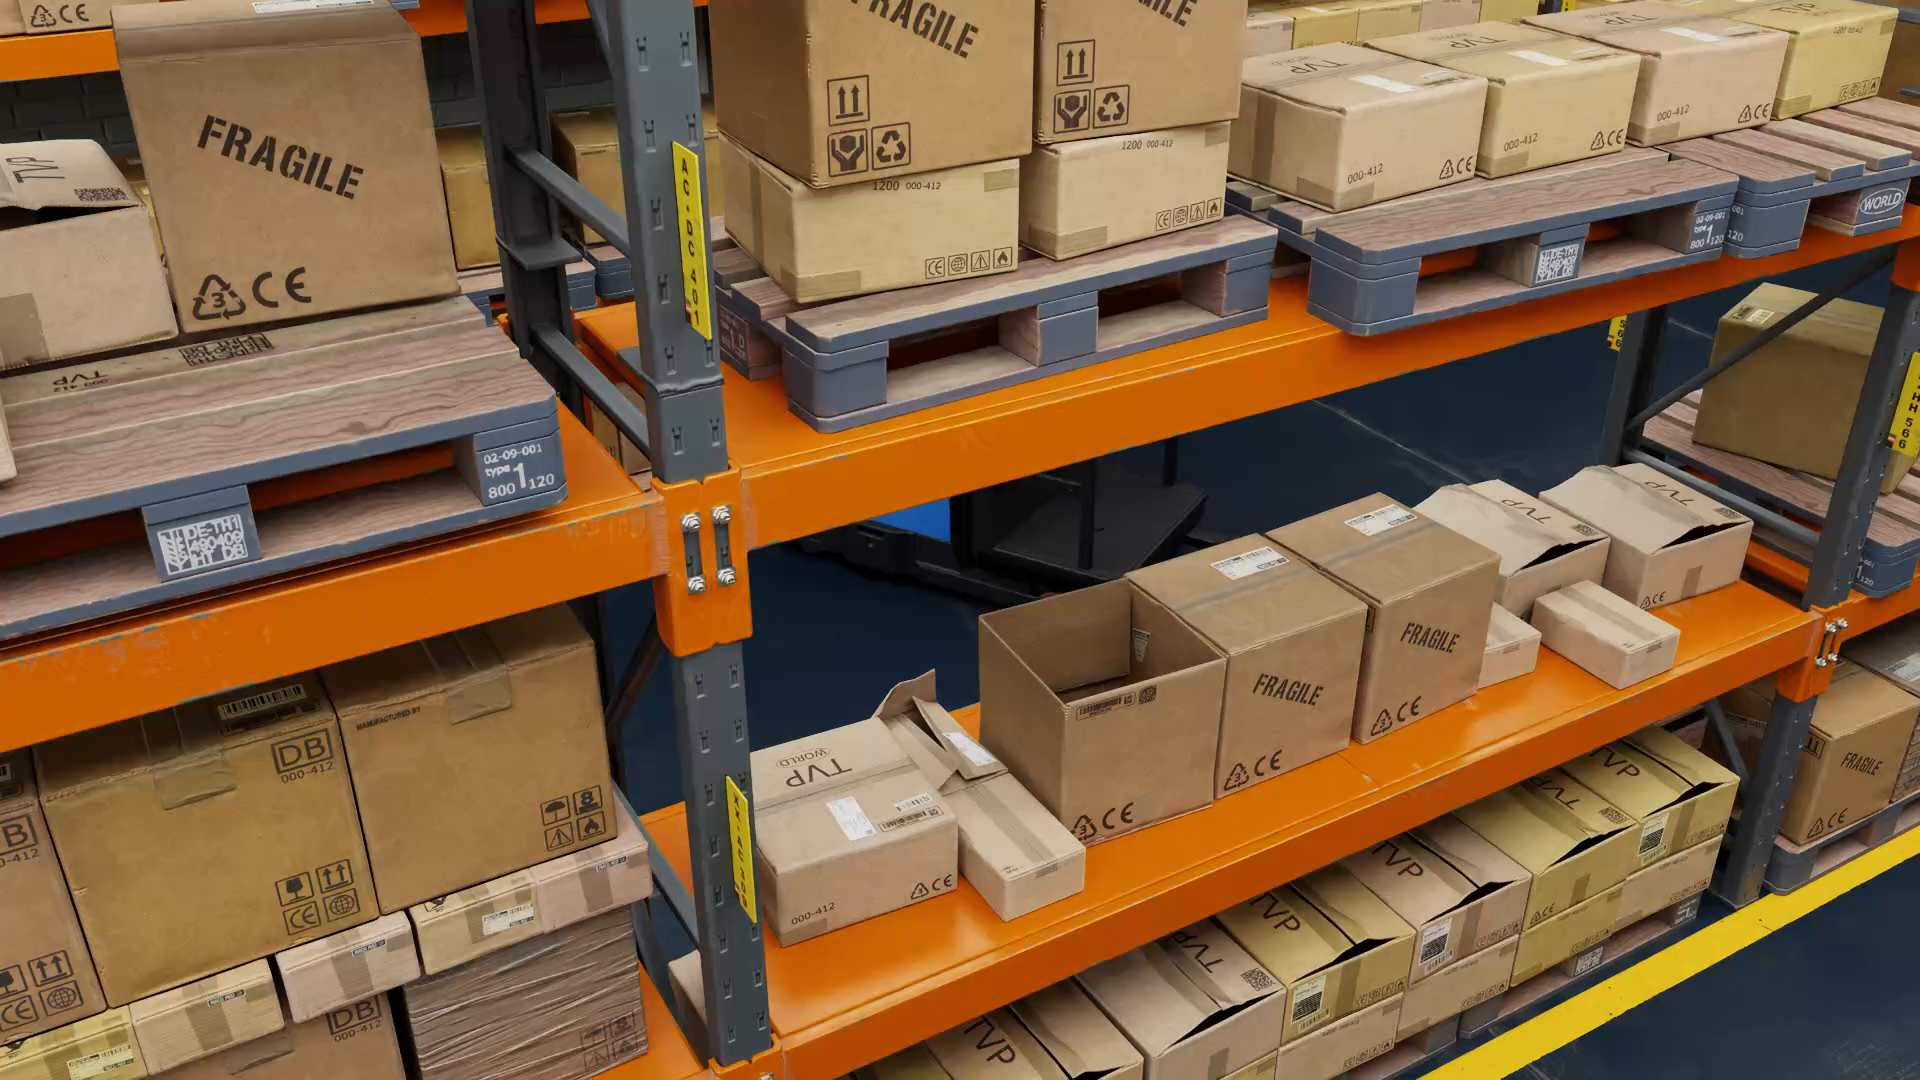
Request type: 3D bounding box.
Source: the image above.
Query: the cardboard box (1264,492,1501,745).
[{"bbox_3d":[1.269,0.229,5.127,0.500,0.500,0.500,-18,34,-29],"label":"cardboard box"}]

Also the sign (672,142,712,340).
[{"bbox_3d":[-0.458,-0.509,2.847,0.005,0.325,0.100,-16,33,-26],"label":"sign"}]

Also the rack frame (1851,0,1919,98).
[{"bbox_3d":[2.708,-2.772,4.459,0.127,3.000,1.000,-16,33,-26],"label":"rack frame"}]

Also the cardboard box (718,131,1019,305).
[{"bbox_3d":[-0.205,-0.744,3.610,0.500,0.250,0.500,-12,31,-21],"label":"cardboard box"}]

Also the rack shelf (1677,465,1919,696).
[{"bbox_3d":[4.432,-0.320,6.969,4.000,0.370,1.077,-16,33,-26],"label":"rack shelf"}]

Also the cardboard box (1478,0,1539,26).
[{"bbox_3d":[3.371,-3.477,10.738,0.500,0.250,0.500,-15,32,-25],"label":"cardboard box"}]

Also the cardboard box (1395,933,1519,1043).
[{"bbox_3d":[1.500,1.355,5.602,0.500,0.250,0.500,-15,32,-25],"label":"cardboard box"}]

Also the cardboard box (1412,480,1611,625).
[{"bbox_3d":[1.839,0.032,5.679,0.500,0.311,0.500,-16,33,-27],"label":"cardboard box"}]

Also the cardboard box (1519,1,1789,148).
[{"bbox_3d":[1.902,-1.306,4.628,0.500,0.250,0.500,-15,32,-25],"label":"cardboard box"}]

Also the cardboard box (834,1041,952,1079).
[{"bbox_3d":[-0.258,1.611,4.557,0.500,0.311,0.500,-16,33,-26],"label":"cardboard box"}]

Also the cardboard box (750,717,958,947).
[{"bbox_3d":[-0.338,0.761,4.422,0.500,0.250,0.500,-14,32,-23],"label":"cardboard box"}]

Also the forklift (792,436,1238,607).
[{"bbox_3d":[0.597,-1.108,7.725,3.031,2.935,1.130,15,32,25],"label":"forklift"}]

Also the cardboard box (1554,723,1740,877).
[{"bbox_3d":[2.381,0.860,5.917,0.500,0.311,0.500,-15,32,-25],"label":"cardboard box"}]

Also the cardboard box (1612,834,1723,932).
[{"bbox_3d":[2.378,1.105,6.054,0.500,0.250,0.500,-15,32,-25],"label":"cardboard box"}]

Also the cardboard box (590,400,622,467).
[{"bbox_3d":[-2.207,-0.661,8.975,0.500,0.500,0.700,-17,33,-27],"label":"cardboard box"}]

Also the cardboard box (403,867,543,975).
[{"bbox_3d":[-1.081,0.722,3.563,0.250,0.149,0.380,-17,33,-27],"label":"cardboard box"}]

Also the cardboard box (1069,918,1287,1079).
[{"bbox_3d":[0.622,1.364,5.005,0.500,0.311,0.500,-17,33,-28],"label":"cardboard box"}]

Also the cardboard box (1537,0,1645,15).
[{"bbox_3d":[4.120,-3.444,11.576,0.700,0.700,0.980,-15,32,-26],"label":"cardboard box"}]

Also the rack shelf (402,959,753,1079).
[{"bbox_3d":[-2.465,1.639,3.421,4.000,0.370,1.077,-16,33,-26],"label":"rack shelf"}]

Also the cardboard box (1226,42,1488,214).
[{"bbox_3d":[0.939,-1.040,4.146,0.500,0.250,0.500,-19,34,-30],"label":"cardboard box"}]

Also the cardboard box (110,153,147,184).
[{"bbox_3d":[-3.765,-1.472,7.671,0.500,0.500,0.500,-17,33,-27],"label":"cardboard box"}]

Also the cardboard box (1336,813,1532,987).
[{"bbox_3d":[1.500,1.113,5.460,0.500,0.311,0.500,-16,33,-27],"label":"cardboard box"}]

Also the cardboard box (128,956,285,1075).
[{"bbox_3d":[-1.531,0.852,3.327,0.250,0.149,0.380,-16,33,-26],"label":"cardboard box"}]

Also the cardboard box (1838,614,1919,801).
[{"bbox_3d":[3.694,0.634,6.629,0.500,0.500,0.500,-17,33,-28],"label":"cardboard box"}]

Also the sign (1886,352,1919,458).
[{"bbox_3d":[2.992,-0.421,5.211,0.005,0.325,0.100,-16,33,-26],"label":"sign"}]

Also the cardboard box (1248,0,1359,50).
[{"bbox_3d":[2.046,-3.106,10.065,0.500,0.250,0.500,-17,33,-27],"label":"cardboard box"}]

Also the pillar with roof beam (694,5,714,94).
[{"bbox_3d":[0.817,-3.083,5.023,0.400,9.000,9.100,-16,33,-26],"label":"pillar with roof beam"}]

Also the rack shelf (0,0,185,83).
[{"bbox_3d":[-4.978,-1.737,6.434,4.000,0.370,1.077,-16,33,-26],"label":"rack shelf"}]

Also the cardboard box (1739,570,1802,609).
[{"bbox_3d":[3.442,0.086,6.845,0.500,0.250,0.500,-15,32,-24],"label":"cardboard box"}]

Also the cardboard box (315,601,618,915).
[{"bbox_3d":[-1.120,0.334,3.595,0.500,0.500,0.700,-16,33,-26],"label":"cardboard box"}]

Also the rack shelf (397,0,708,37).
[{"bbox_3d":[-1.529,-2.716,8.208,4.000,0.370,1.077,-16,33,-26],"label":"rack shelf"}]

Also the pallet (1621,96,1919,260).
[{"bbox_3d":[2.168,-1.172,4.861,1.003,0.211,1.213,-14,32,-24],"label":"pallet"}]

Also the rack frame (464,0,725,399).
[{"bbox_3d":[-0.741,-1.792,2.684,0.127,3.000,1.000,-16,33,-26],"label":"rack frame"}]

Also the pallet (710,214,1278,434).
[{"bbox_3d":[0.013,-0.617,3.856,1.217,0.209,0.805,-17,33,-28],"label":"pallet"}]

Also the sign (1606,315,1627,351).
[{"bbox_3d":[2.425,-0.841,6.053,0.005,0.325,0.100,-16,33,-26],"label":"sign"}]

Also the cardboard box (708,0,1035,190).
[{"bbox_3d":[-0.189,-1.060,3.407,0.500,0.500,0.500,-15,32,-26],"label":"cardboard box"}]

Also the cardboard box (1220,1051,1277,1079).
[{"bbox_3d":[0.619,1.606,5.146,0.500,0.250,0.500,-17,33,-28],"label":"cardboard box"}]

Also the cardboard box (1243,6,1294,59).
[{"bbox_3d":[1.609,-2.978,9.834,0.500,0.250,0.500,-16,33,-26],"label":"cardboard box"}]

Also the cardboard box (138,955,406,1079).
[{"bbox_3d":[-1.572,1.033,3.669,0.500,0.500,0.700,-16,33,-27],"label":"cardboard box"}]

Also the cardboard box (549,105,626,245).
[{"bbox_3d":[-1.760,-1.883,8.499,0.500,0.500,0.700,-11,31,-20],"label":"cardboard box"}]

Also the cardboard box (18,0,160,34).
[{"bbox_3d":[-3.566,-2.367,6.706,0.500,0.500,0.500,-15,32,-25],"label":"cardboard box"}]

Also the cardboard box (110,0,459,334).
[{"bbox_3d":[-1.309,-0.755,3.225,0.500,0.500,0.500,-13,31,-22],"label":"cardboard box"}]

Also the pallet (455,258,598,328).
[{"bbox_3d":[-2.521,-1.271,8.147,1.213,0.211,1.003,-16,33,-26],"label":"pallet"}]

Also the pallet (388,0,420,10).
[{"bbox_3d":[-2.667,-2.566,7.386,1.003,0.211,1.213,-16,33,-26],"label":"pallet"}]

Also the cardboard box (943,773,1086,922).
[{"bbox_3d":[0.127,0.812,4.433,0.250,0.149,0.380,-16,33,-26],"label":"cardboard box"}]

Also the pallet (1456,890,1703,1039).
[{"bbox_3d":[1.978,1.261,6.246,1.213,0.211,1.003,-16,33,-26],"label":"pallet"}]

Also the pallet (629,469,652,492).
[{"bbox_3d":[-1.530,-0.499,9.436,1.213,0.211,1.003,-16,33,-26],"label":"pallet"}]

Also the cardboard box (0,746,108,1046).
[{"bbox_3d":[-1.987,0.580,3.148,0.500,0.500,0.700,-16,33,-26],"label":"cardboard box"}]

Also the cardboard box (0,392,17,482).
[{"bbox_3d":[-1.642,-0.205,2.593,0.250,0.149,0.380,-16,33,-26],"label":"cardboard box"}]

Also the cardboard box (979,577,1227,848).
[{"bbox_3d":[0.384,0.480,4.672,0.500,0.500,0.500,-13,32,-23],"label":"cardboard box"}]
